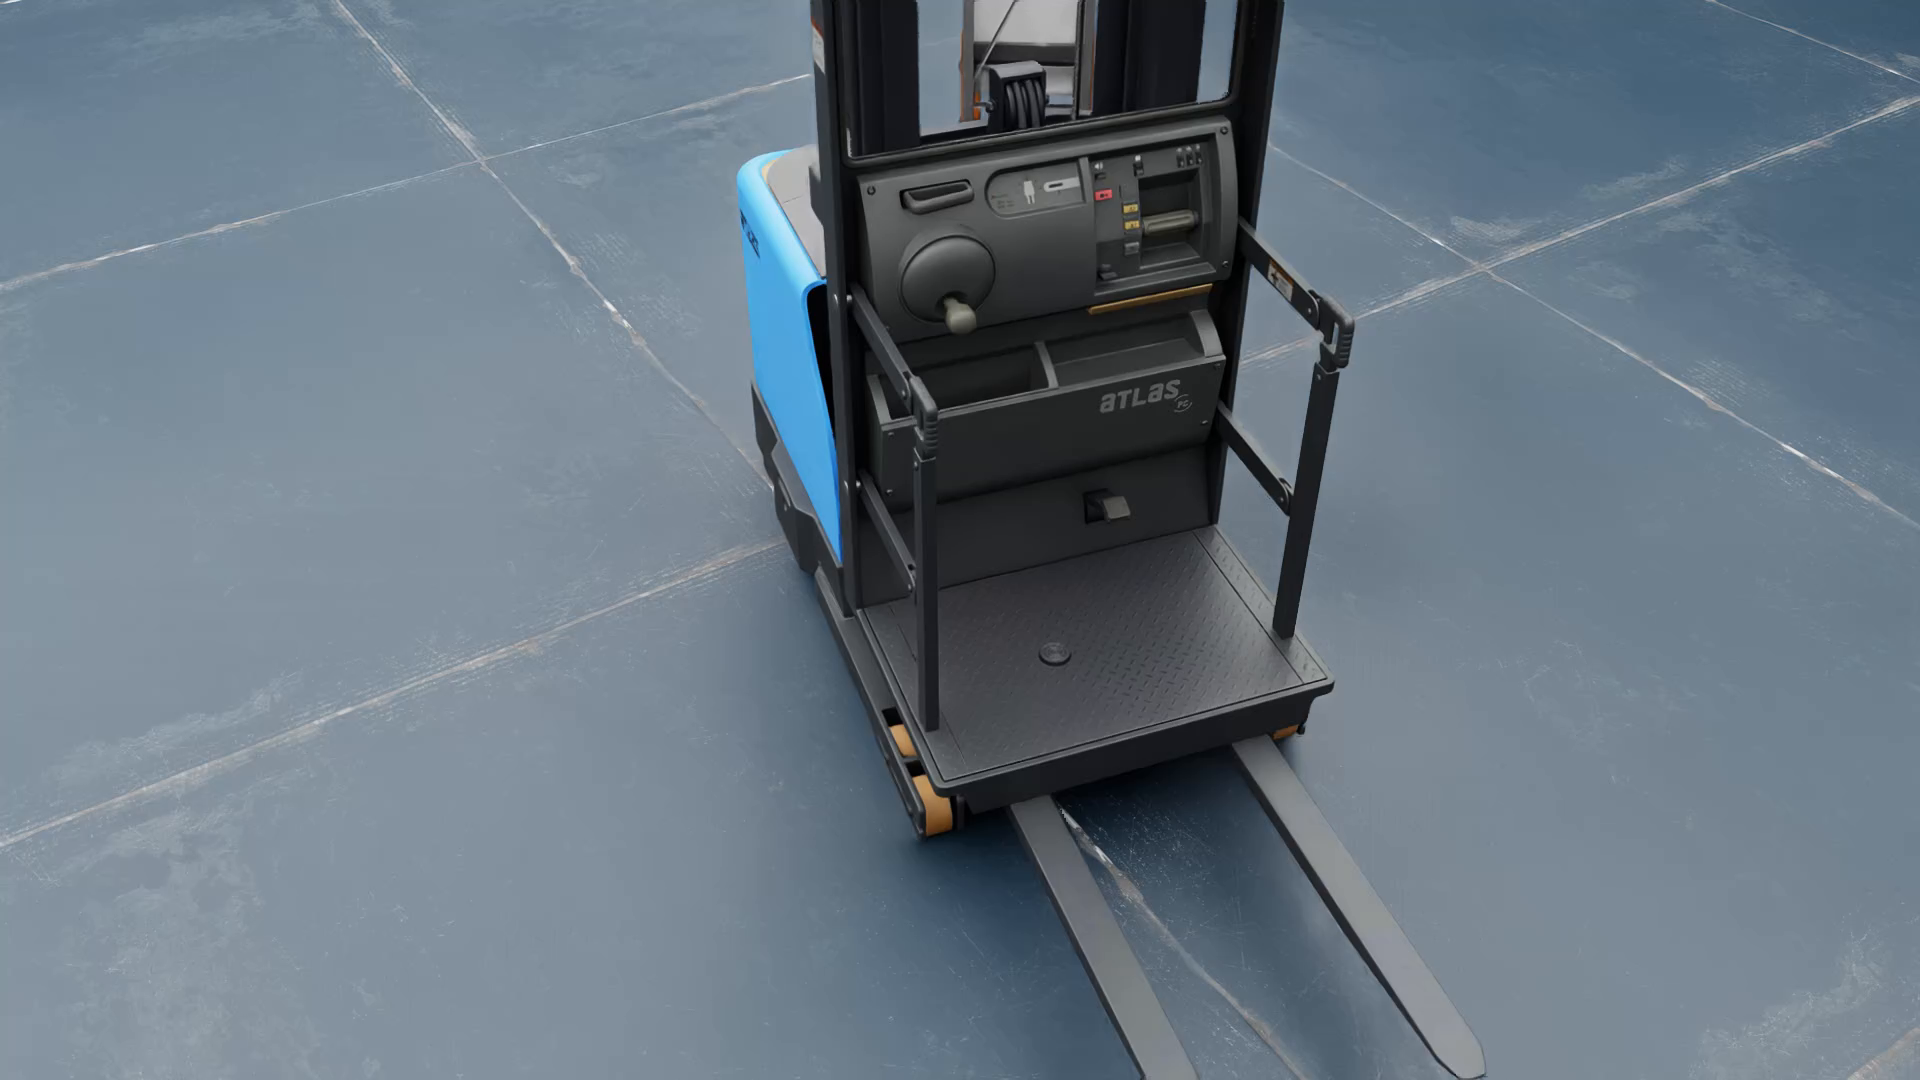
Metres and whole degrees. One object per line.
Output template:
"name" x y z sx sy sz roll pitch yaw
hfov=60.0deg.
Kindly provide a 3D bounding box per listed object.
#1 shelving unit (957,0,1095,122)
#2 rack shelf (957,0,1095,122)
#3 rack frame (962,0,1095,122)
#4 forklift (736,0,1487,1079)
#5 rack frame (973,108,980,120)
"shelving unit" 0.220 -1.521 5.435 0.431 2.100 0.503 2 40 3
"rack shelf" 0.220 -1.511 5.444 0.431 0.518 0.480 2 40 3
"rack frame" 0.206 -1.365 5.248 0.400 2.100 0.015 2 40 3
"forklift" 0.297 -0.658 3.751 1.130 2.935 3.031 -13 42 -15
"rack frame" 0.234 -1.677 5.623 0.400 2.100 0.015 2 40 3
